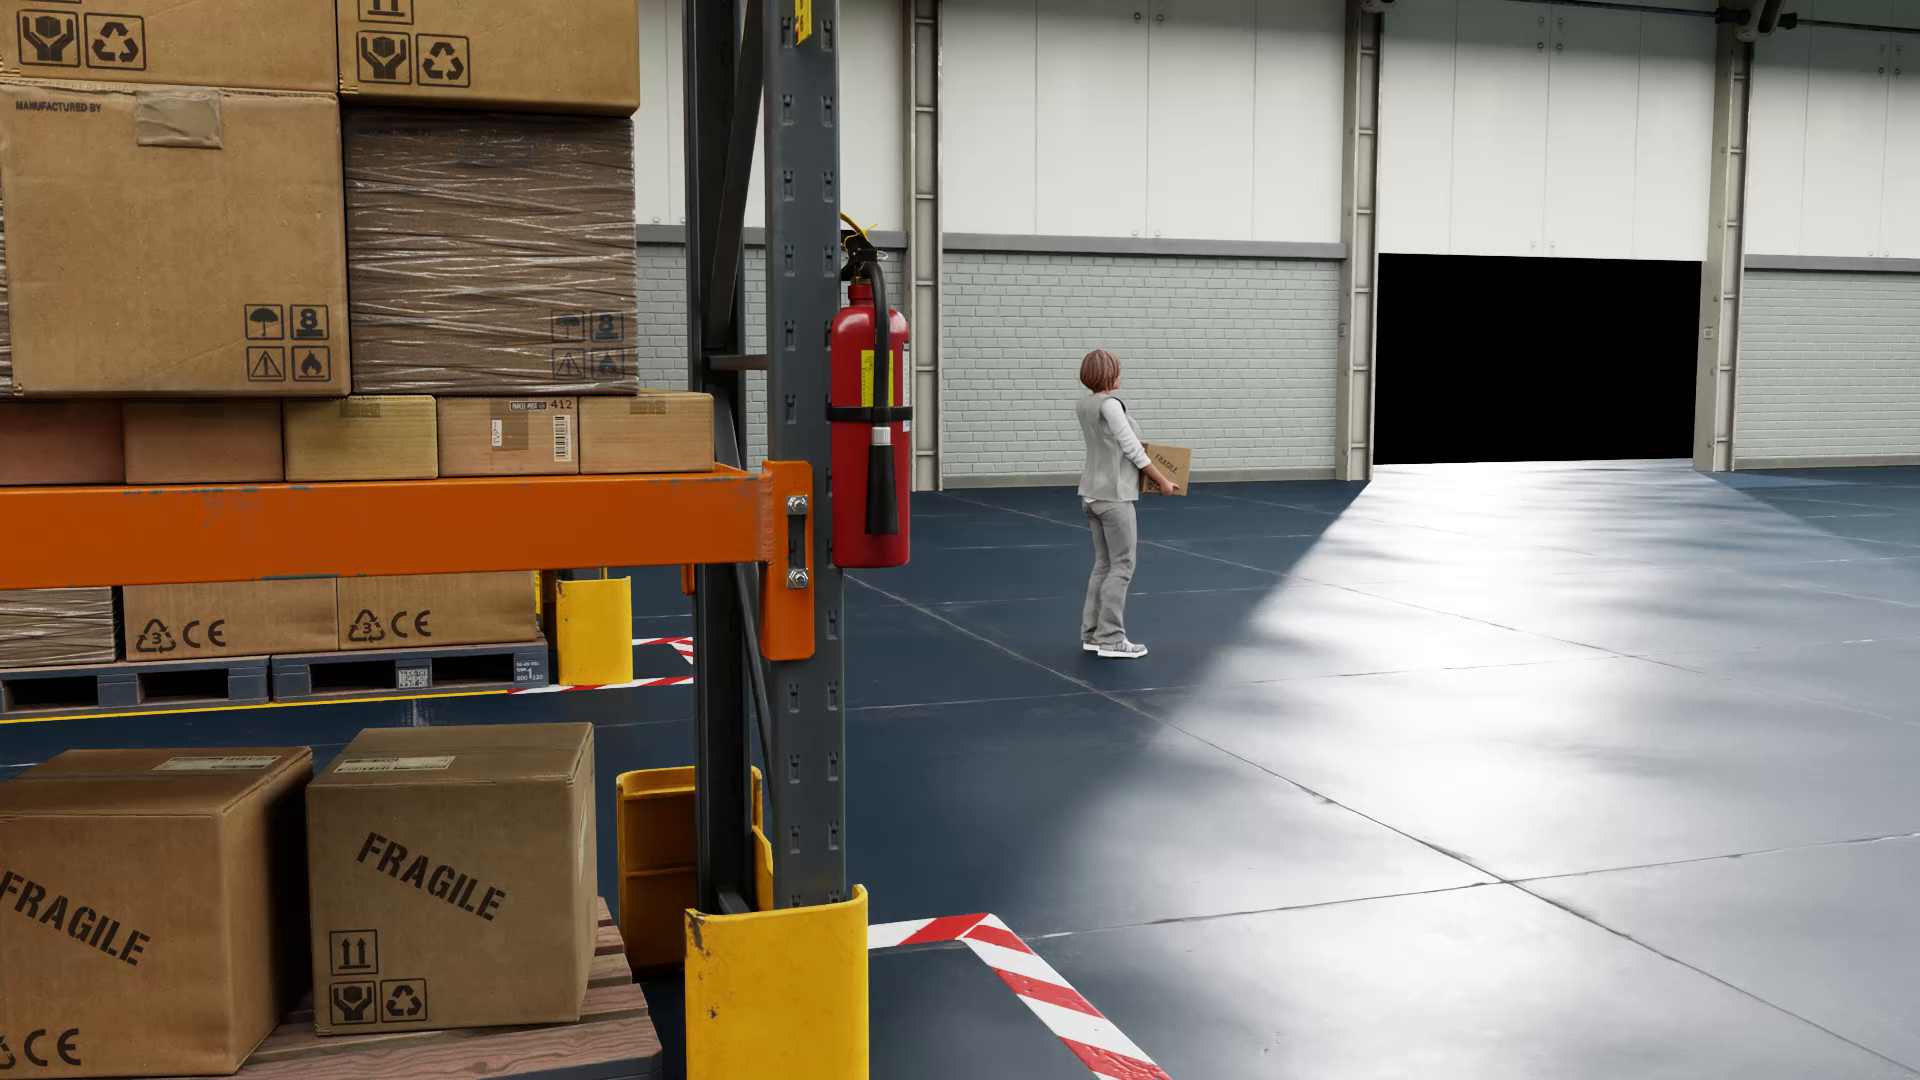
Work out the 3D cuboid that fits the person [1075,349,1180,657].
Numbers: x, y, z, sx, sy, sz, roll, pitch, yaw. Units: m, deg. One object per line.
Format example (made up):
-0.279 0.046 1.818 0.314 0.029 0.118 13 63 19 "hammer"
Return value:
0.860 -0.195 8.662 0.497 1.588 0.406 -2 6 -18 "person"
